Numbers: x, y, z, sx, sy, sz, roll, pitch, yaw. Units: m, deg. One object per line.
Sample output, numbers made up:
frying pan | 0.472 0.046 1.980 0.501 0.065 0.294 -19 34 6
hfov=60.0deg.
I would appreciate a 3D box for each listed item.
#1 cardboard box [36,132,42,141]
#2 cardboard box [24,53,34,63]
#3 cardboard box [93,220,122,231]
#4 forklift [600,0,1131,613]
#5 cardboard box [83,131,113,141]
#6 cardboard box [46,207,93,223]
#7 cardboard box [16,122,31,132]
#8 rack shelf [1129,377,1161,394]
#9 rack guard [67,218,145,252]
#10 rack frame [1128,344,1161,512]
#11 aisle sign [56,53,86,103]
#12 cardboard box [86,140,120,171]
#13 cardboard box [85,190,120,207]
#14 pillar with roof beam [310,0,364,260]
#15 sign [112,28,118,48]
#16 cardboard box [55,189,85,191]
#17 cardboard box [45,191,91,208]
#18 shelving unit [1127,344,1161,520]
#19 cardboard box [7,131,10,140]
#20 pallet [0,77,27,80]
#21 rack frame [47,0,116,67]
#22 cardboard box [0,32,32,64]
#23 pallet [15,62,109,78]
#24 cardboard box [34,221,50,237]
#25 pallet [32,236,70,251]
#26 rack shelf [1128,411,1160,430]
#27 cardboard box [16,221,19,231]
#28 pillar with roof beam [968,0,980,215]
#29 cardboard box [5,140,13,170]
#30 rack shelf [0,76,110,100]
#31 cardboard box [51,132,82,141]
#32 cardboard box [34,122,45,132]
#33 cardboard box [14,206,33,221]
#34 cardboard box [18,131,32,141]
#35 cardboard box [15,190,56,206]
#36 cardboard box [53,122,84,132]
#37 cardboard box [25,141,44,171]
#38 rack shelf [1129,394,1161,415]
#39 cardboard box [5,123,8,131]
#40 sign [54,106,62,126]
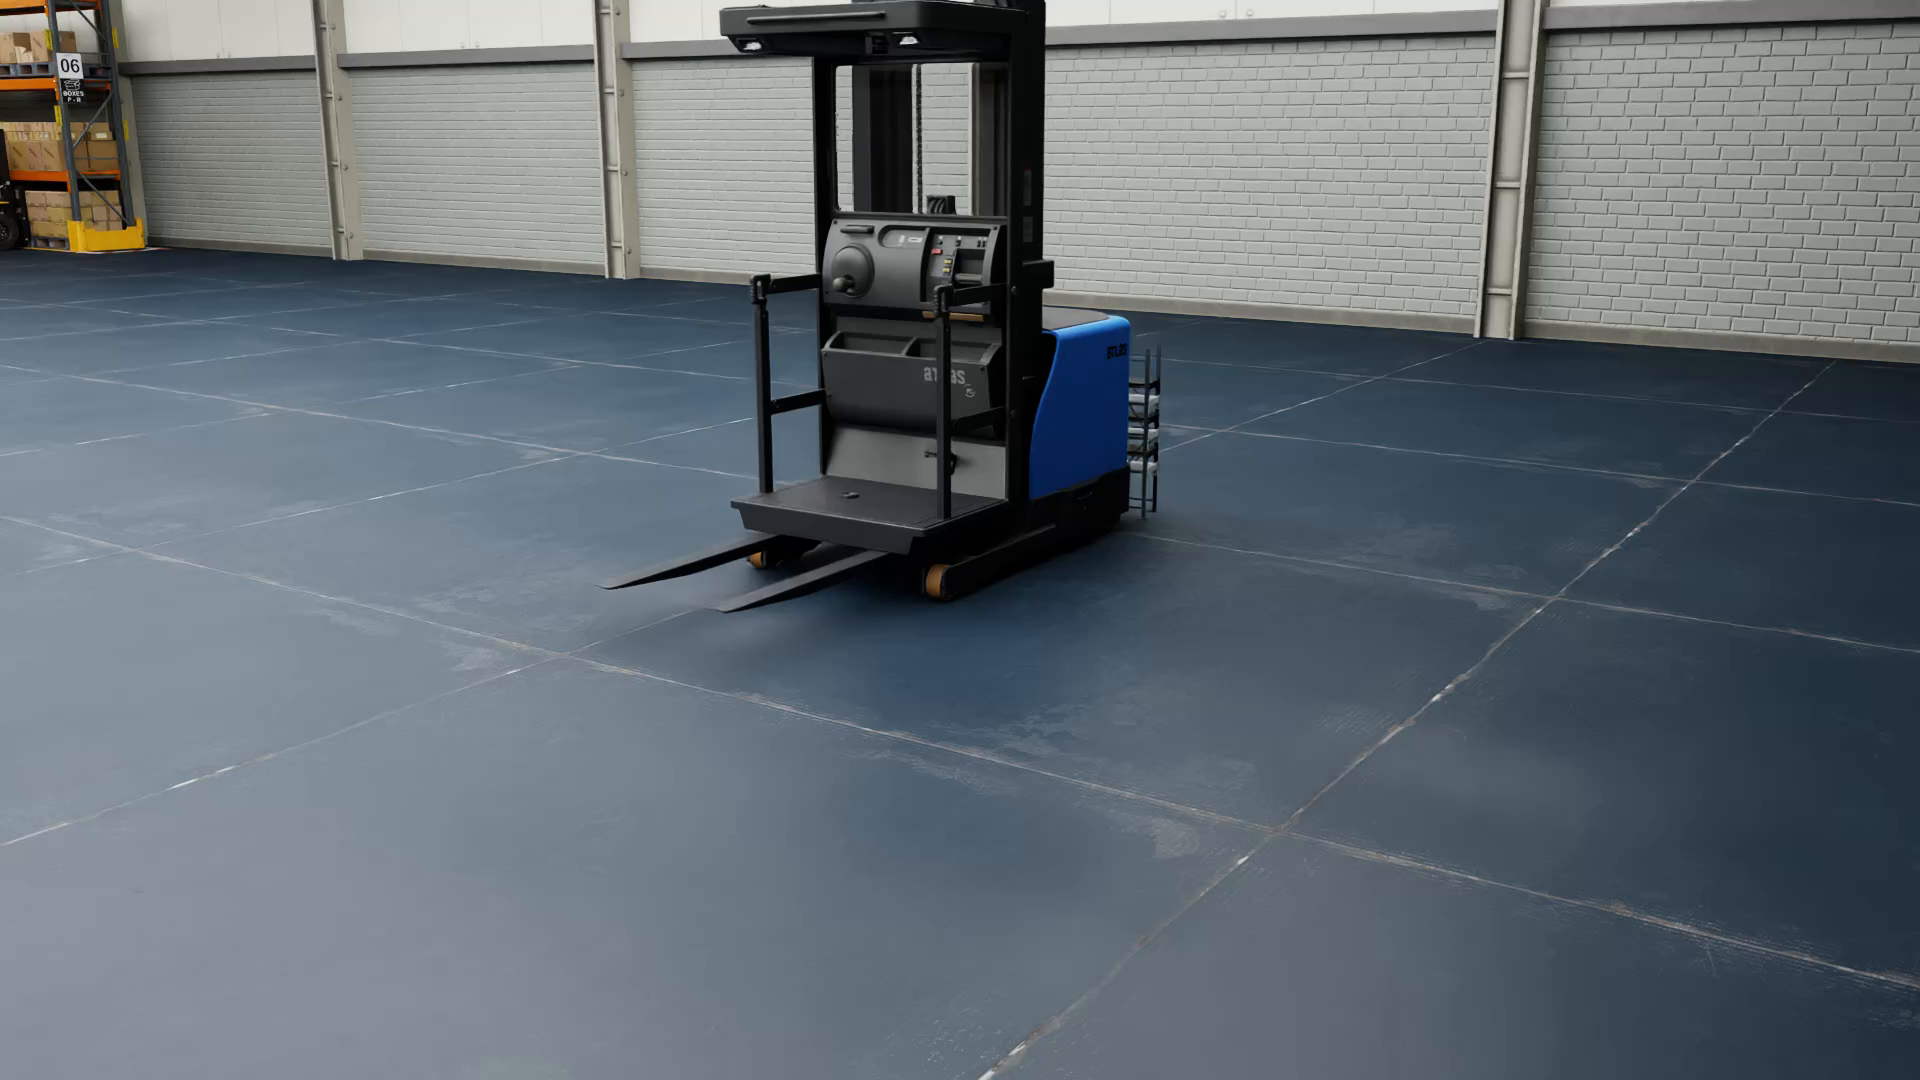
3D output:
cardboard box | -15.376 -6.837 28.143 0.250 0.149 0.380 10 17 34
cardboard box | -15.379 -8.045 27.778 0.250 0.149 0.380 9 16 31
cardboard box | -14.820 -5.382 28.670 0.500 0.250 0.500 9 17 33
forklift | -0.341 -1.284 7.411 1.130 2.935 3.031 9 16 32
cardboard box | -14.658 -6.868 28.269 0.250 0.149 0.380 9 16 31
cardboard box | -15.100 -5.523 28.198 0.500 0.250 0.500 9 16 32
cardboard box | -15.834 -7.039 28.340 0.250 0.149 0.380 10 17 34
rack shelf | 0.903 -0.805 8.718 0.258 0.077 0.200 6 15 22
rack guard | -14.502 -5.191 28.254 0.348 0.500 1.175 9 17 33
rack frame | 0.943 -0.598 8.865 0.240 0.900 0.006 6 15 22
aisle sign | -14.631 -7.602 27.382 0.004 0.787 0.394 9 17 33
cardboard box | -14.778 -6.578 28.446 0.500 0.500 0.500 10 17 35
cardboard box | -14.815 -5.865 28.539 0.500 0.250 0.500 9 16 32
pillar with roof beam | -12.021 -7.930 21.631 0.400 9.000 9.100 9 17 33
sign | -14.207 -8.437 27.935 0.005 0.325 0.100 9 17 33
cardboard box | -15.641 -6.000 29.086 0.500 0.250 0.500 9 17 32
cardboard box | -15.078 -5.762 28.124 0.500 0.250 0.500 10 17 35
shelving unit | 0.903 -0.575 8.775 0.258 0.900 0.210 6 15 22
cardboard box | -16.201 -6.981 28.722 0.250 0.149 0.380 9 17 32
pallet | -17.119 -8.248 29.342 1.213 0.211 1.003 9 17 33
rack frame | -14.522 -9.320 27.246 0.127 3.000 1.000 9 17 33
cardboard box | -15.819 -8.333 28.210 0.500 0.500 0.700 9 17 33
pallet | -15.094 -7.921 28.021 1.213 0.211 1.003 9 17 33
cardboard box | -15.495 -5.346 28.523 0.500 0.250 0.500 9 17 33
pallet | -15.180 -5.149 28.682 1.213 0.211 1.003 9 17 33
rack shelf | 0.903 -0.630 8.761 0.258 0.077 0.200 6 15 22
cardboard box | -16.349 -5.480 29.065 0.500 0.250 0.500 10 17 35
pillar with roof beam | -2.063 -6.321 15.130 0.400 9.000 9.100 9 17 33
cardboard box | -16.351 -6.675 28.839 0.500 0.500 0.500 9 17 33
rack shelf | -16.181 -7.783 28.776 4.000 0.370 1.077 9 17 33
cardboard box | -14.966 -6.762 27.839 0.250 0.149 0.380 9 17 34
cardboard box | -15.391 -6.978 28.094 0.250 0.149 0.380 10 17 34
cardboard box | -15.950 -5.657 28.741 0.500 0.250 0.500 9 16 32
cardboard box | -15.823 -6.899 28.393 0.250 0.149 0.380 9 16 31
cardboard box | -15.929 -5.895 28.662 0.500 0.250 0.500 9 17 34
cardboard box | -14.937 -6.922 27.865 0.250 0.149 0.380 9 17 33
cardboard box | -15.502 -6.541 28.298 0.500 0.500 0.500 10 17 35
rack shelf | 0.903 -0.718 8.739 0.258 0.077 0.200 6 15 22
cardboard box | -16.213 -7.126 28.691 0.250 0.149 0.380 9 17 34
sign | -14.836 -6.979 27.369 0.005 0.325 0.100 9 17 33
